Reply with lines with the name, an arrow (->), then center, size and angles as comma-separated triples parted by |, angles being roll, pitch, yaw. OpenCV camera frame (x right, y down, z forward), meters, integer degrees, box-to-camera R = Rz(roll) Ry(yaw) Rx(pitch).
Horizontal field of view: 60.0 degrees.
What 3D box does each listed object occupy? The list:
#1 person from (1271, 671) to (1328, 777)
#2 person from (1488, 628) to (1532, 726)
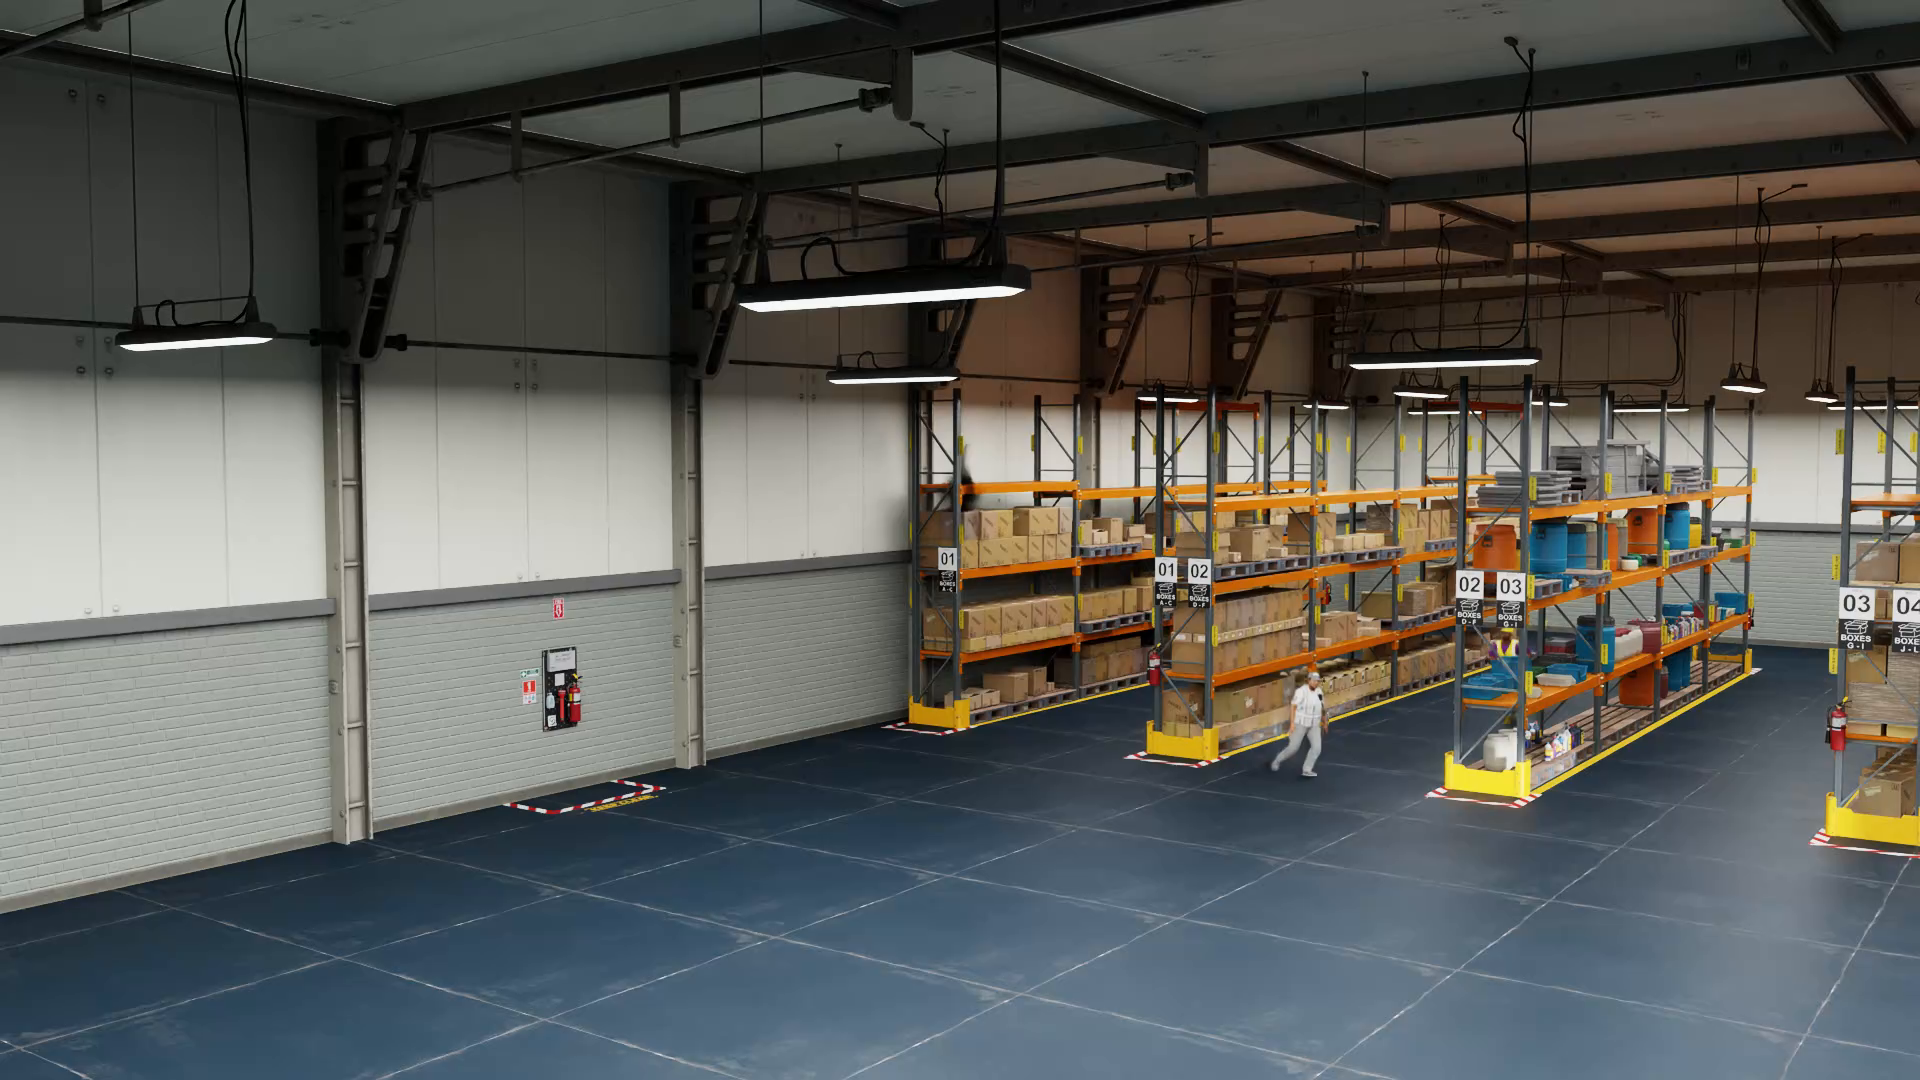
person -> 5.151, 2.765, 25.136 | 0.720, 1.596, 0.697 | -1, 3, -21
person -> 9.824, 2.425, 29.848 | 0.678, 1.810, 0.826 | 3, 4, 44
